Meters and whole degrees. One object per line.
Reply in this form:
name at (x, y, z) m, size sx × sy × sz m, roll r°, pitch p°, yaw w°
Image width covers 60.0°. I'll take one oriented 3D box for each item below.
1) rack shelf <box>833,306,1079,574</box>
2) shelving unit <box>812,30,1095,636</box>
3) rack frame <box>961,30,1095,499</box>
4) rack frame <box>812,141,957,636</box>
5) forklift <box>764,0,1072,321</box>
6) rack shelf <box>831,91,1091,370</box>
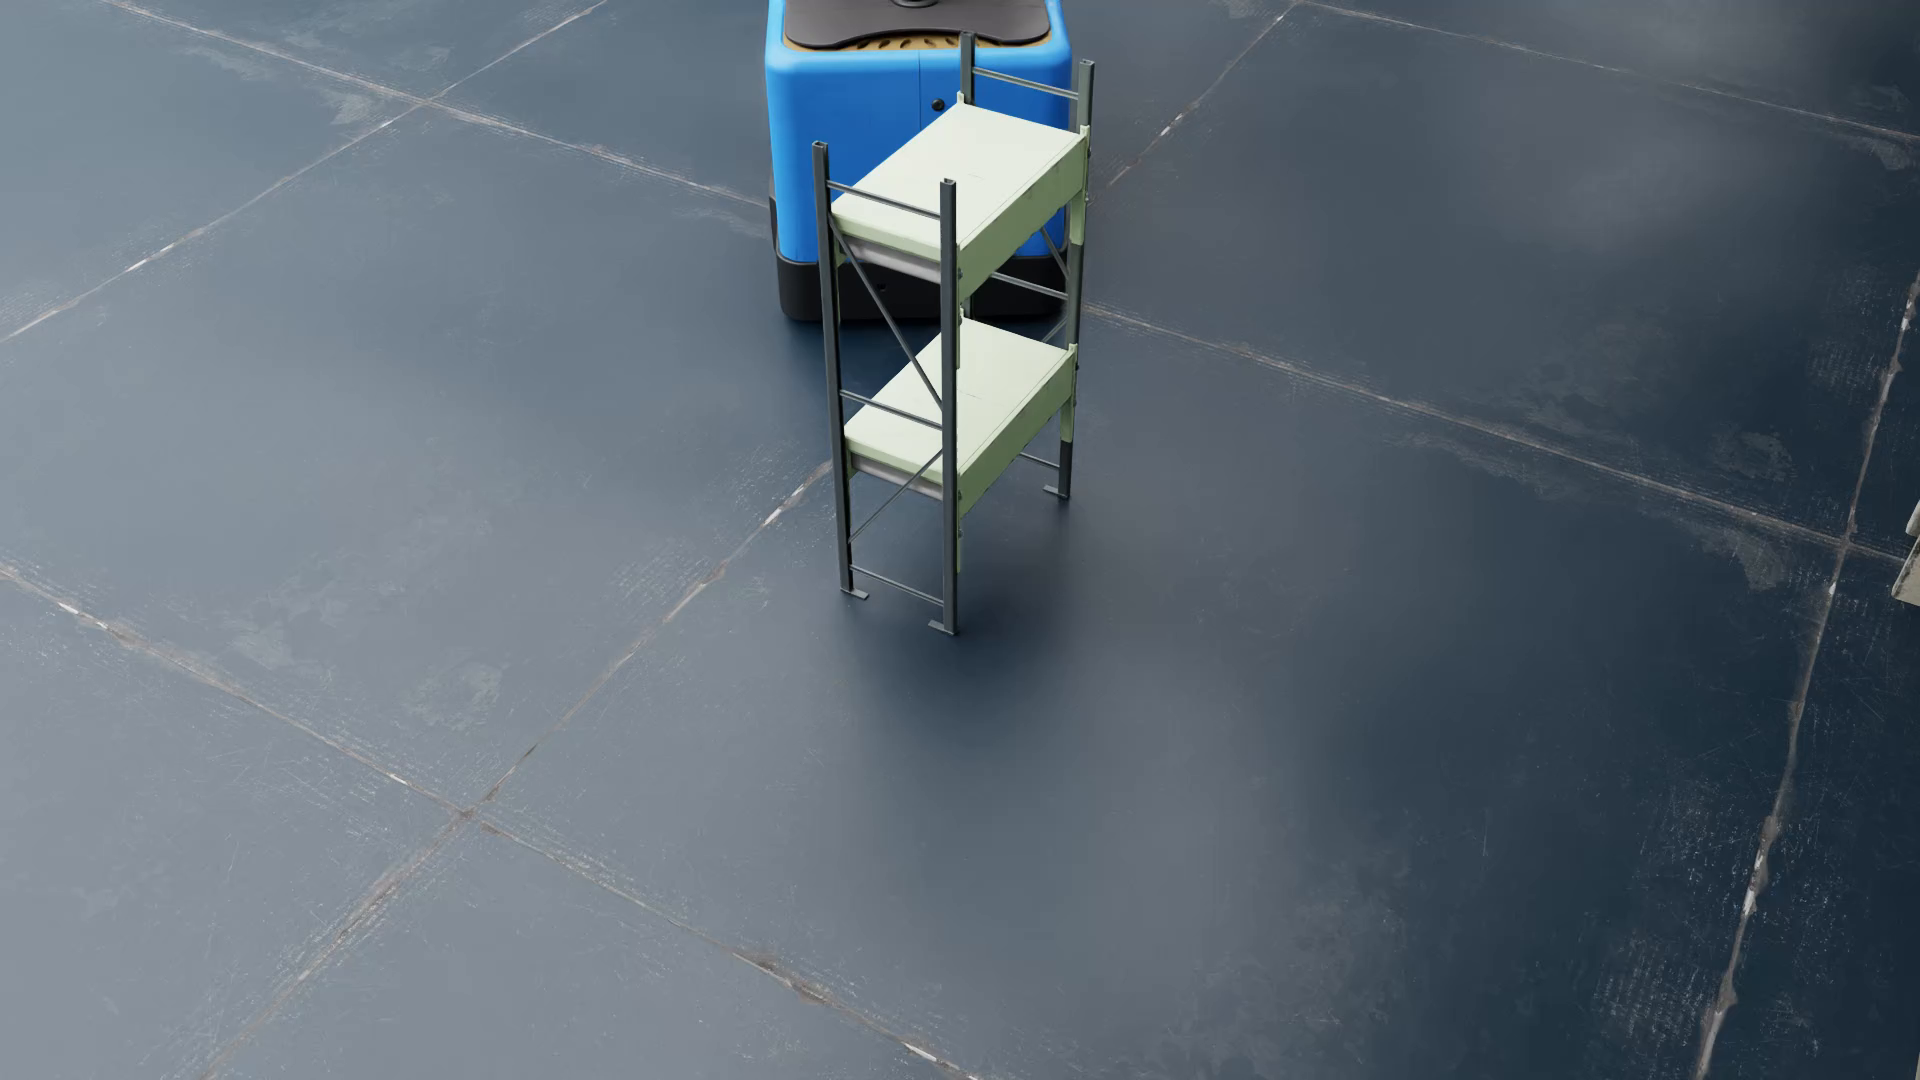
rack shelf at (-0.003, -0.314, 4.965) m, size 0.431 × 0.370 × 0.720 m, roll 21°, pitch 45°, yaw 22°
shelving unit at (-0.003, -0.559, 4.750) m, size 0.431 × 1.500 × 0.755 m, roll 21°, pitch 45°, yaw 22°
rack frame at (0.180, -0.768, 4.988) m, size 0.400 × 1.500 × 0.023 m, roll 21°, pitch 45°, yaw 22°
rack frame at (-0.186, -0.350, 4.512) m, size 0.400 × 1.500 × 0.023 m, roll 21°, pitch 45°, yaw 22°
forklift at (-0.209, -2.855, 6.274) m, size 1.130 × 2.935 × 3.031 m, roll -2°, pitch 41°, yaw -2°
rack shelf at (-0.003, -0.852, 4.492) m, size 0.431 × 0.370 × 0.720 m, roll 21°, pitch 45°, yaw 22°
